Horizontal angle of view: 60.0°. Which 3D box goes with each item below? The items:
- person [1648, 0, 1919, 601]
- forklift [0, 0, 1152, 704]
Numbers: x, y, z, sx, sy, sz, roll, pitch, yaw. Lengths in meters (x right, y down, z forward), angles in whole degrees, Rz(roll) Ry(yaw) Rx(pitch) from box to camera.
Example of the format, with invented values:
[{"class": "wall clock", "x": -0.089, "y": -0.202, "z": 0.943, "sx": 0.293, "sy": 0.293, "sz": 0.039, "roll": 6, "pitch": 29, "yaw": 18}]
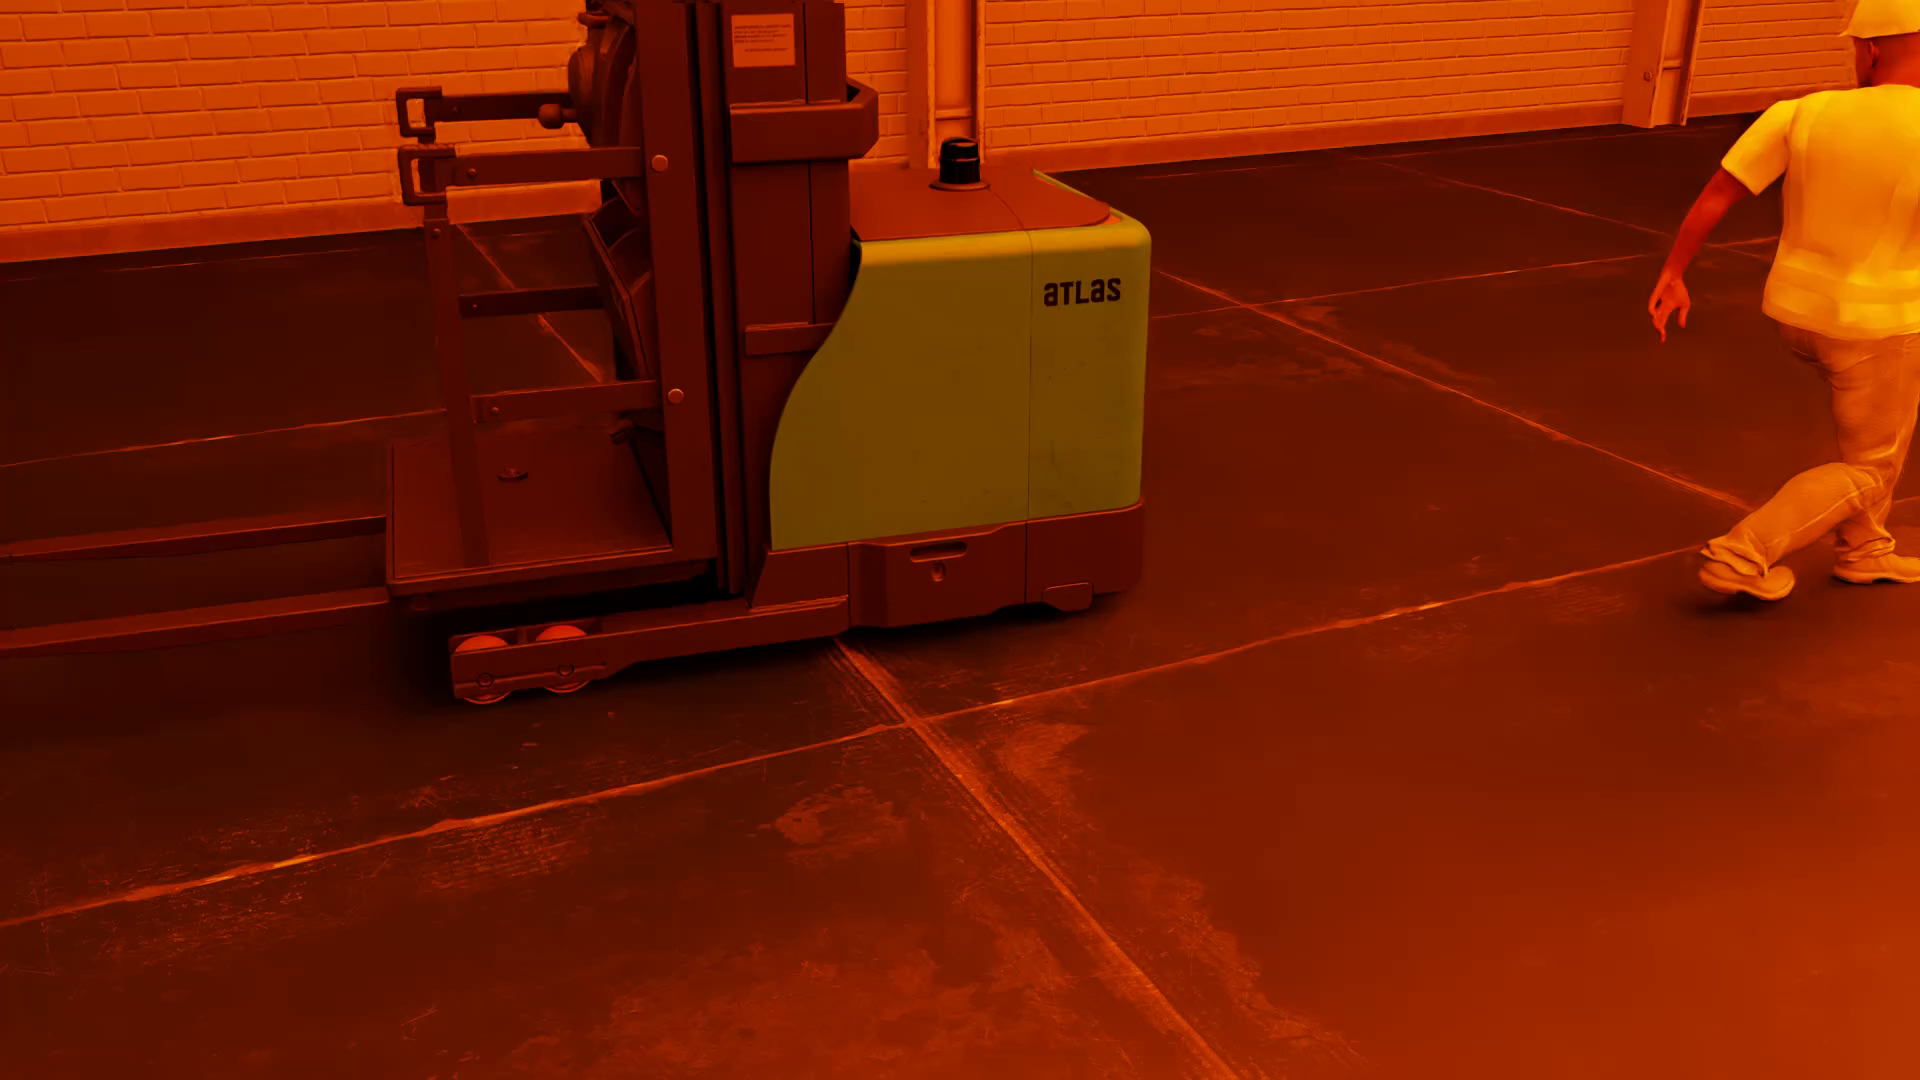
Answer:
[{"class": "person", "x": 2.392, "y": -0.627, "z": 4.462, "sx": 0.937, "sy": 1.679, "sz": 0.595, "roll": -8, "pitch": 24, "yaw": -19}, {"class": "forklift", "x": -1.065, "y": -1.173, "z": 4.110, "sx": 3.031, "sy": 2.935, "sz": 1.130, "roll": -7, "pitch": 24, "yaw": -16}]
